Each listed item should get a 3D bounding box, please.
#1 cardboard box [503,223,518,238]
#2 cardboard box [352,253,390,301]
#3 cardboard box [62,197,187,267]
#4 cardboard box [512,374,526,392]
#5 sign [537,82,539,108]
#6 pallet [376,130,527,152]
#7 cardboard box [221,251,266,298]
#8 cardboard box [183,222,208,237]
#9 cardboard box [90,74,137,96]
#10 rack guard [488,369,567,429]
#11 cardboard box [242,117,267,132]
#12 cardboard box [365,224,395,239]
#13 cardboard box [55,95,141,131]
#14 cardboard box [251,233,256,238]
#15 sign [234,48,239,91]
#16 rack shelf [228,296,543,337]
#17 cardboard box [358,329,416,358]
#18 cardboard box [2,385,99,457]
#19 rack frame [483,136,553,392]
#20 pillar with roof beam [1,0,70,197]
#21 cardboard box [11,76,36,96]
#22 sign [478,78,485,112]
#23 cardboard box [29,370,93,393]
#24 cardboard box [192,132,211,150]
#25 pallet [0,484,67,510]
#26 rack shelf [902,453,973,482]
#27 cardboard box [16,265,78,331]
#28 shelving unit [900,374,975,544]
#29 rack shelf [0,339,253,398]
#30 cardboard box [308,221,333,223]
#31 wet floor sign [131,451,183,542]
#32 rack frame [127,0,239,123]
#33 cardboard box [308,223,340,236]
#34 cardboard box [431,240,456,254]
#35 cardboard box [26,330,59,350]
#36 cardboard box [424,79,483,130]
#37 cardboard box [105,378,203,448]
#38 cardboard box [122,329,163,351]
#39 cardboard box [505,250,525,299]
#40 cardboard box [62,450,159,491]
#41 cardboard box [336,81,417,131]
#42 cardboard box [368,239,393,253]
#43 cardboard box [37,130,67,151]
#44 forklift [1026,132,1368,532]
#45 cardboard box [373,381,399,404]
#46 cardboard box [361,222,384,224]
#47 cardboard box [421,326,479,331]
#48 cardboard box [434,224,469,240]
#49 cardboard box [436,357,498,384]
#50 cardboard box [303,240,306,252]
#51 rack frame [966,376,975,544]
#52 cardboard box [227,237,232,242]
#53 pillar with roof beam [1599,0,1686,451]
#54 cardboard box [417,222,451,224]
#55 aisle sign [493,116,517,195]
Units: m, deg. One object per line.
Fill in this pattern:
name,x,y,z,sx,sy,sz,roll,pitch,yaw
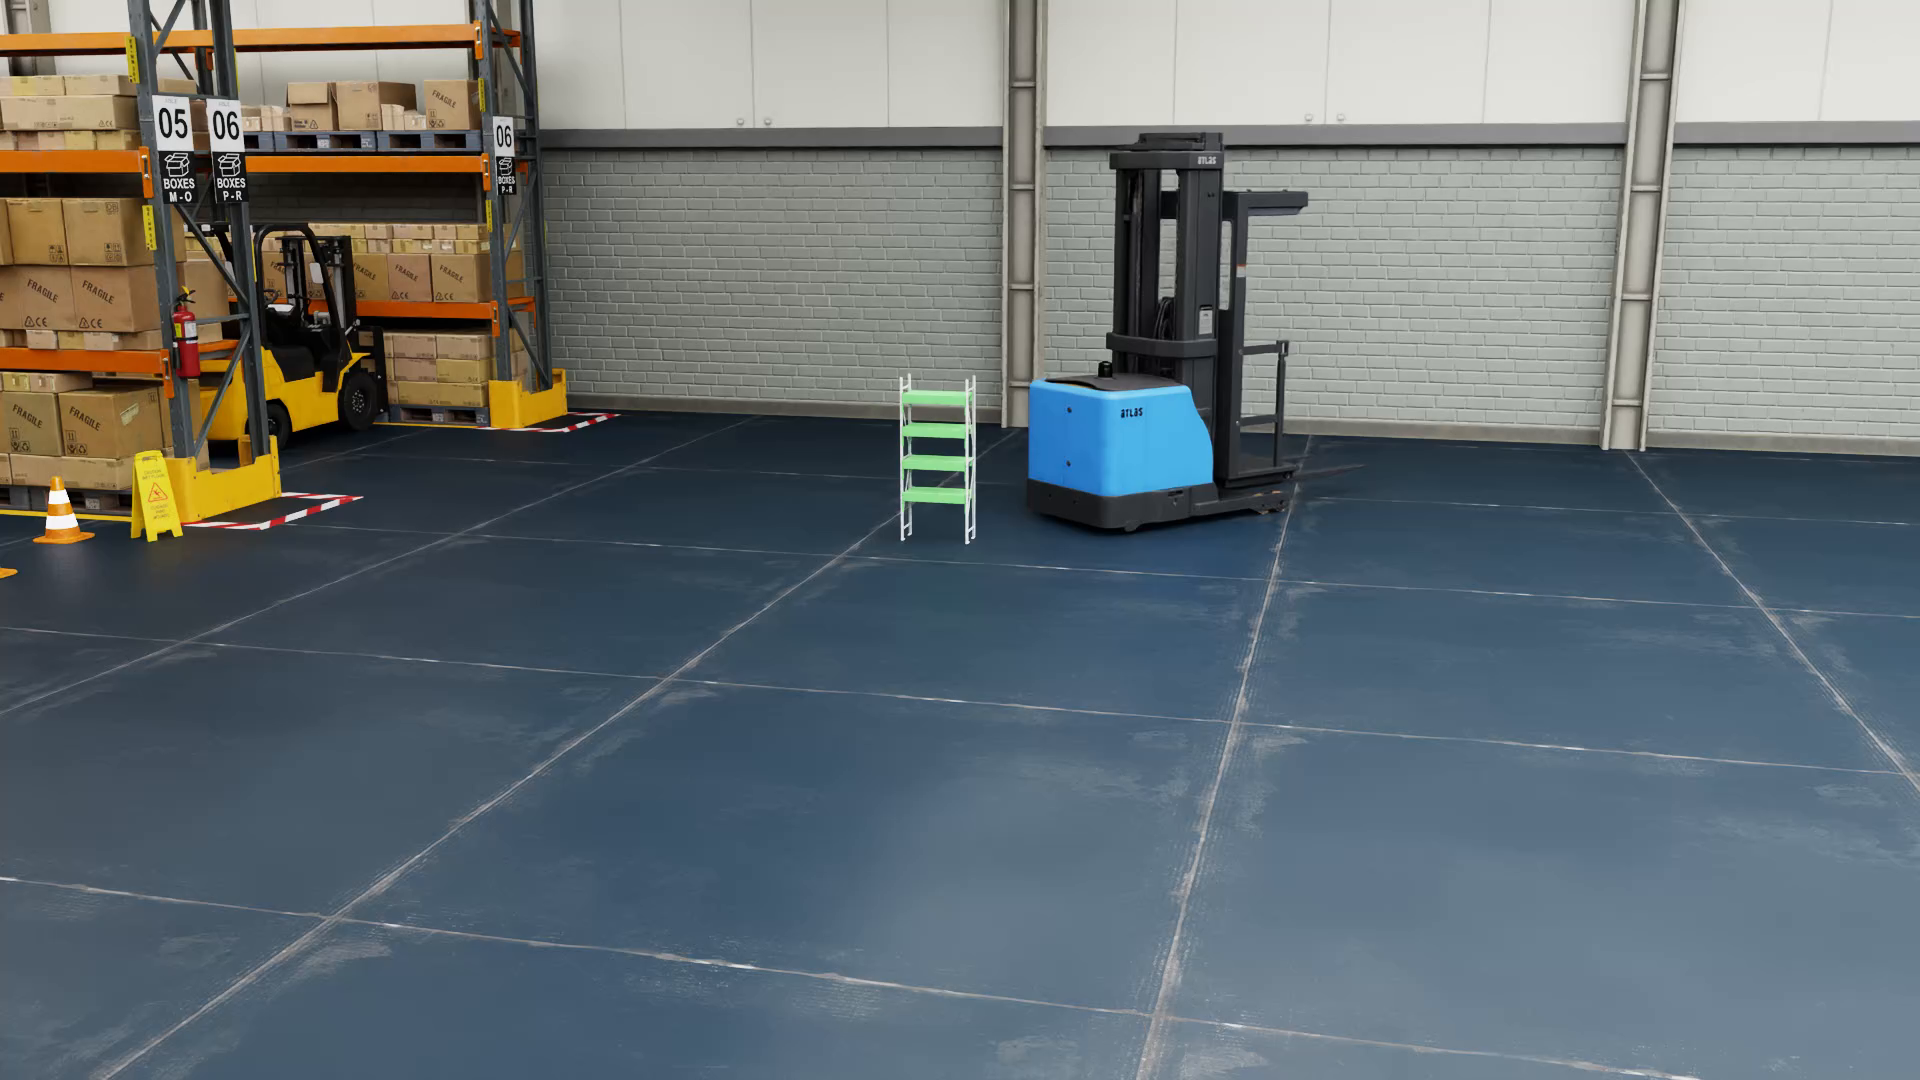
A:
cardboard box,-4.975,-3.339,17.944,0.250,0.149,0.380,3,13,12
cardboard box,-6.240,-2.841,17.882,0.500,0.500,0.500,3,13,12
cardboard box,-6.434,-2.385,12.832,0.500,0.500,0.700,3,13,12
cardboard box,-5.130,-1.696,18.329,0.500,0.250,0.500,3,13,14
sign,-4.561,-4.812,17.873,0.005,0.325,0.100,3,13,14
pallet,-5.381,-4.230,17.651,1.213,0.211,1.003,3,13,14
cardboard box,-7.706,-2.921,18.244,0.500,0.500,0.500,3,13,15
cardboard box,-8.345,-3.406,18.243,0.250,0.149,0.380,3,13,15
cardboard box,-6.285,-3.409,12.486,0.250,0.149,0.380,3,13,14
rack guard,-4.677,-1.545,18.042,0.348,0.500,1.175,3,13,14
cardboard box,-7.475,-4.442,17.786,0.250,0.149,0.380,3,13,15
cardboard box,-6.109,-3.284,17.696,0.250,0.149,0.380,3,13,15
cardboard box,-6.447,-3.229,12.595,0.500,0.250,0.500,3,13,13
cardboard box,-7.595,-3.365,18.059,0.250,0.149,0.380,3,13,15
sign,-5.756,-3.727,13.166,0.005,0.325,0.100,3,13,14
rack shelf,-6.642,-2.519,18.322,4.000,0.370,1.077,3,13,14
cardboard box,-6.211,-2.125,17.955,0.500,0.250,0.500,3,13,14
cardboard box,-7.234,-0.964,13.301,0.500,0.500,0.500,4,13,16
rack frame,-4.700,-2.766,17.777,0.127,3.000,1.000,3,13,14
pillar with roof beam,-12.017,-5.327,15.467,0.400,9.000,9.100,3,13,14
cardboard box,-7.012,-3.464,12.734,0.250,0.149,0.380,3,13,14
sign,-4.844,-4.511,16.853,0.005,0.325,0.100,3,13,14
cardboard box,-7.099,-1.259,13.134,0.250,0.149,0.380,3,13,15
cardboard box,-6.130,-3.149,13.159,0.250,0.149,0.380,3,13,14
pallet,-7.921,-0.478,13.902,1.213,0.211,1.003,3,13,14
rack shelf,-0.161,-0.532,12.156,0.480,0.148,0.258,3,13,14
cardboard box,-6.964,-1.913,13.015,0.500,0.500,0.500,3,13,14
shelving unit,-0.161,-0.594,12.142,0.503,1.200,0.258,3,13,14
rack shelf,-7.828,-1.475,13.617,4.000,0.370,1.077,3,13,14
cardboard box,-7.203,-3.481,18.585,0.250,0.149,0.380,3,13,13
wet floor sign,-5.958,-0.338,12.268,0.232,0.644,0.267,8,15,33
rack frame,-5.886,-4.651,12.421,0.127,3.000,1.000,3,13,14
cardboard box,-6.829,-3.346,17.976,0.250,0.149,0.380,3,13,14
cardboard box,-5.359,-3.098,17.543,0.250,0.149,0.380,3,13,14
cardboard box,-7.074,-1.589,13.049,0.250,0.149,0.380,3,13,15
cardboard box,-5.188,-4.505,17.257,0.500,0.500,0.500,3,13,15
cardboard box,-6.626,-1.052,13.698,0.500,0.500,0.500,3,13,12
cardboard box,-6.300,-1.574,12.983,0.250,0.149,0.380,4,13,15
cardboard box,-5.115,-2.899,18.145,0.500,0.500,0.500,3,13,15
cardboard box,-6.758,-0.572,13.263,0.500,0.250,0.500,3,13,13
cardboard box,-6.159,-4.579,17.592,0.500,0.500,0.700,3,13,14
cardboard box,-6.105,-3.143,17.748,0.250,0.149,0.380,3,13,12
cardboard box,-6.799,-3.051,12.713,0.250,0.149,0.380,3,13,15
forklift,2.020,-1.717,13.207,3.031,2.935,1.130,-9,15,-34
cardboard box,-6.196,-1.643,18.090,0.500,0.250,0.500,3,13,14
cardboard box,-6.470,-3.426,18.333,0.250,0.149,0.380,3,13,14
cardboard box,-5.608,-2.207,18.326,0.500,0.250,0.500,3,13,14
cardboard box,-5.345,-3.257,17.576,0.250,0.149,0.380,3,13,14
cardboard box,-5.248,-1.832,17.792,0.500,0.250,0.500,3,13,13
cardboard box,-7.101,-3.195,17.981,0.250,0.149,0.380,3,13,12
rack frame,0.076,-0.582,12.085,0.015,1.200,0.240,3,13,14
cardboard box,-7.826,-3.247,18.214,0.250,0.149,0.380,3,13,13
pillar with roof beam,5.459,-4.393,11.257,0.400,9.000,9.100,3,13,14
cardboard box,-5.718,-3.387,18.158,0.250,0.149,0.380,3,13,14
aisle sign,-4.707,-3.970,17.201,0.004,0.787,0.394,3,13,14
